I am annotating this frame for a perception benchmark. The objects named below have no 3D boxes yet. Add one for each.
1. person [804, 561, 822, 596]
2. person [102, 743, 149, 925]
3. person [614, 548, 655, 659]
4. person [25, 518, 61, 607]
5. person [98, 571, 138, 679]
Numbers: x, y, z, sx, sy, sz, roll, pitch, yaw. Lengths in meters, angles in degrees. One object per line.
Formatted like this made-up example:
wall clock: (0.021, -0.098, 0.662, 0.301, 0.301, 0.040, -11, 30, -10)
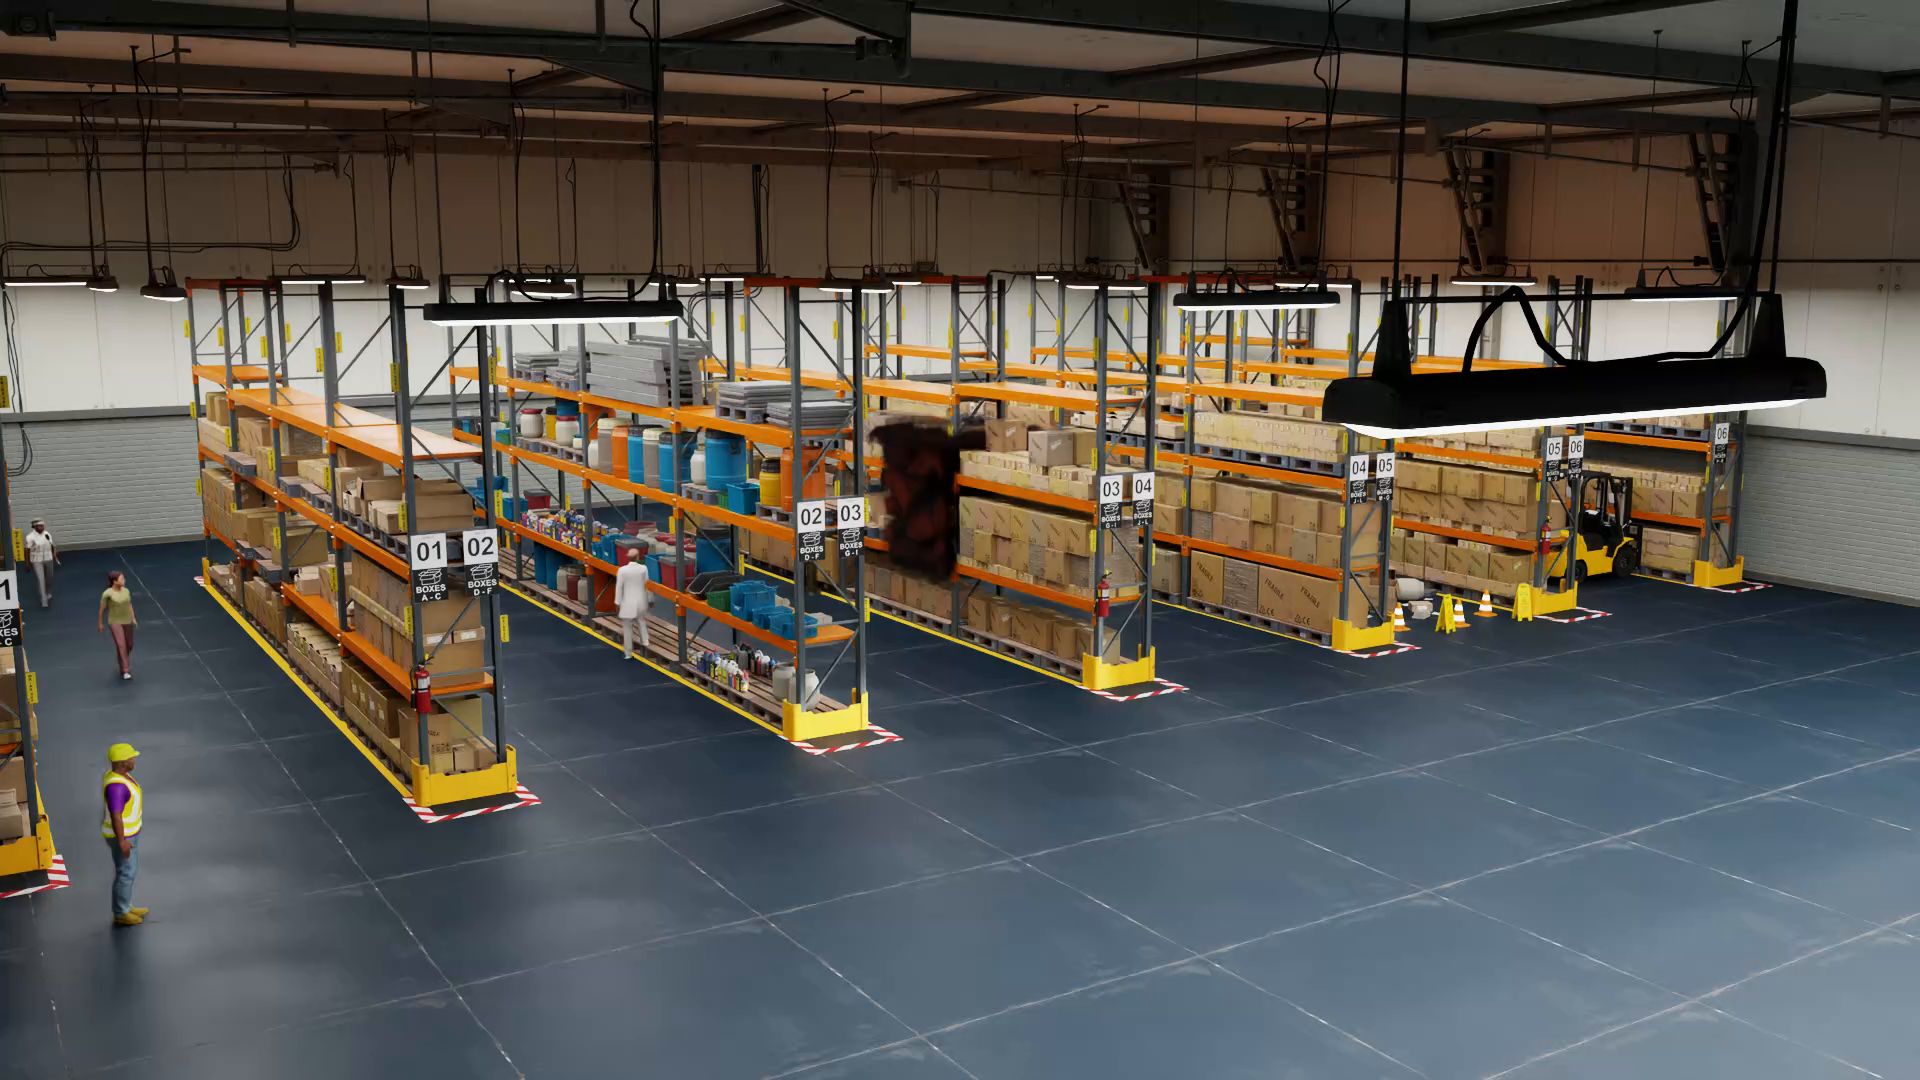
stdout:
person: (-2.731, 0.107, 30.150, 0.439, 1.785, 0.658, -6, 11, -32)
person: (-8.039, 2.812, 15.987, 0.382, 1.765, 0.623, -2, 10, -14)
person: (-5.242, 0.996, 26.672, 0.644, 1.777, 0.510, -5, 11, -27)
person: (-16.984, 0.386, 30.769, 0.548, 1.635, 0.980, -8, 12, -39)
person: (-12.925, 1.276, 25.508, 0.553, 1.631, 0.961, -9, 13, -42)
